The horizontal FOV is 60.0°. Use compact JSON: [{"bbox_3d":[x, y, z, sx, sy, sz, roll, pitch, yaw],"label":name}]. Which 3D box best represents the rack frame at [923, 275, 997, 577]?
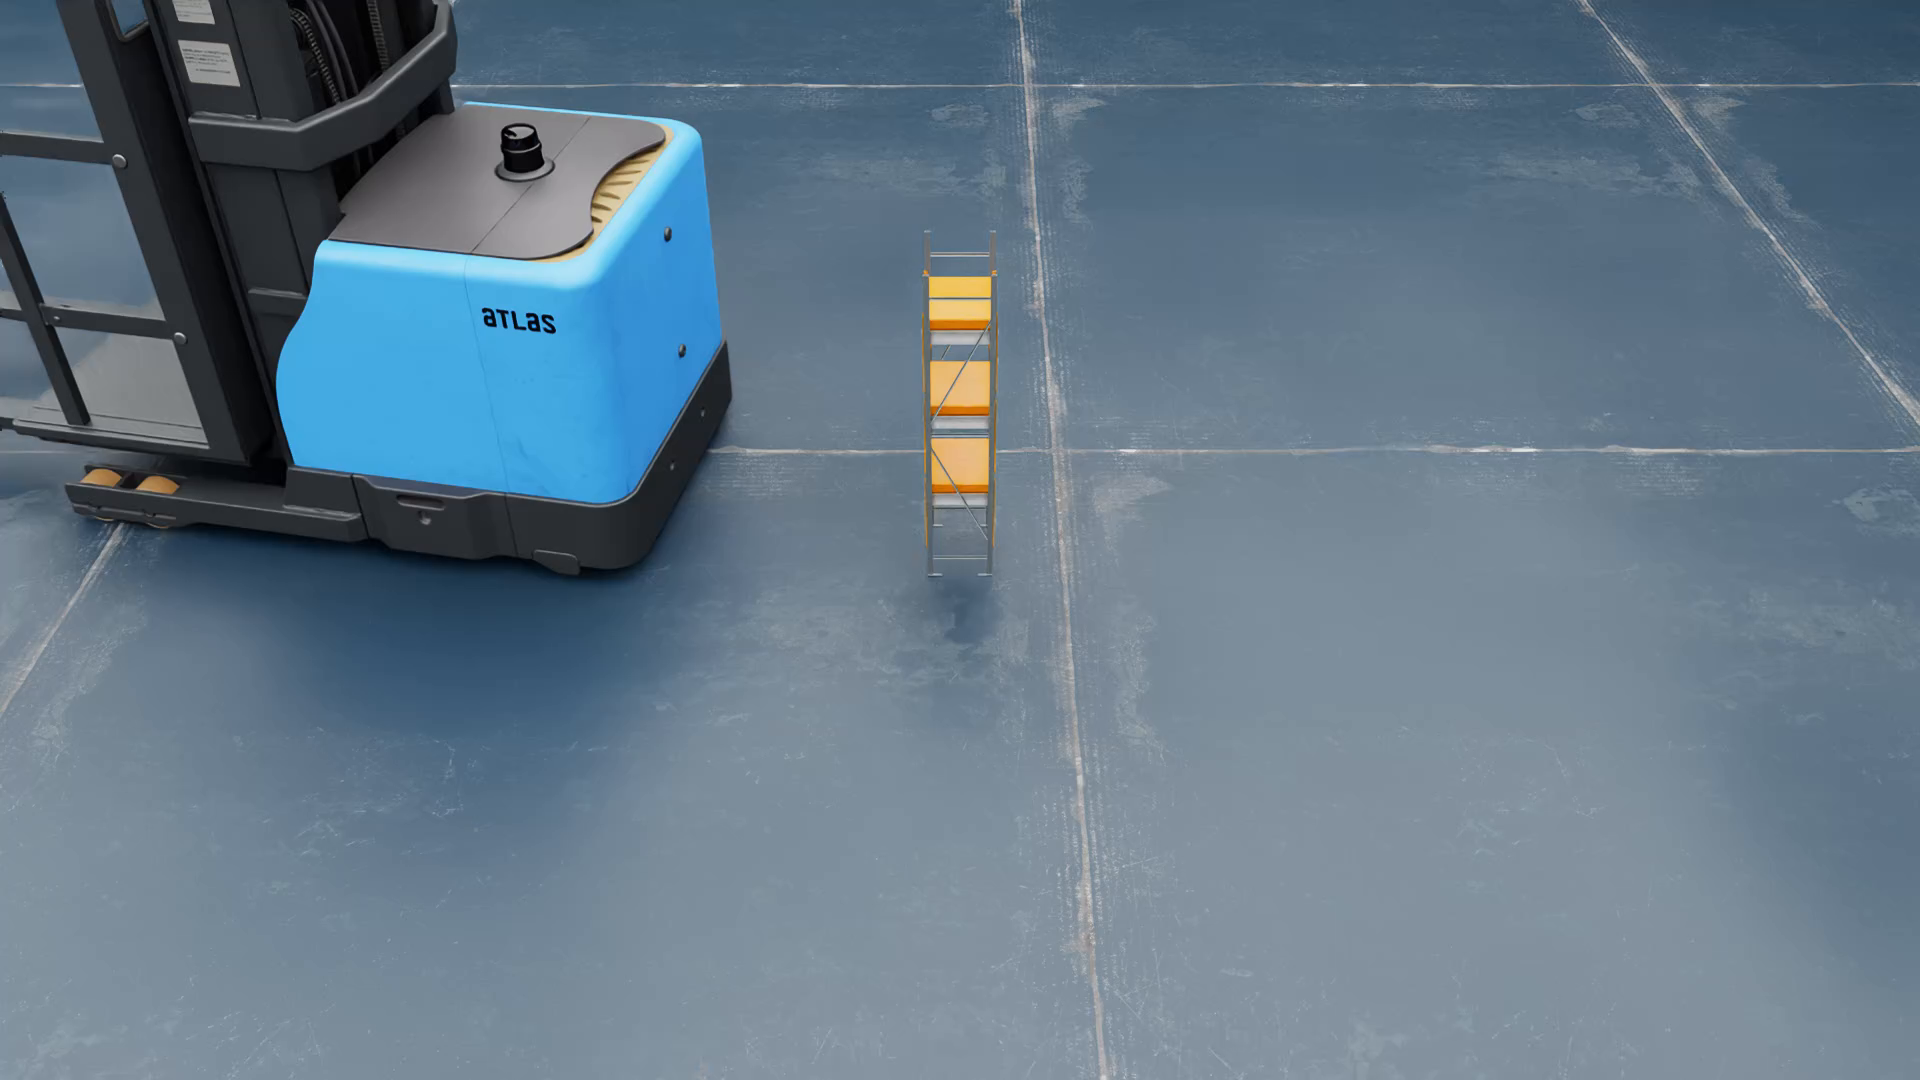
[{"bbox_3d":[0.000,-0.300,4.785,0.200,1.050,0.008,0,39,0],"label":"rack frame"}]

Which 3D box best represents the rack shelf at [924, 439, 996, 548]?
[{"bbox_3d":[0.000,-0.151,5.060,0.215,0.259,0.240,0,39,0],"label":"rack shelf"}]

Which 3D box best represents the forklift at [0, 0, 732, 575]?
[{"bbox_3d":[-2.356,-1.496,4.772,3.031,2.935,1.130,7,39,9],"label":"forklift"}]

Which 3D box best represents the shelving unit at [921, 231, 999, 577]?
[{"bbox_3d":[0.000,-0.376,4.880,0.215,1.050,0.252,0,39,0],"label":"shelving unit"}]

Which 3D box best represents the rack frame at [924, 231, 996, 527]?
[{"bbox_3d":[0.000,-0.453,4.975,0.200,1.050,0.008,0,39,0],"label":"rack frame"}]

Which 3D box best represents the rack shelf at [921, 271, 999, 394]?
[{"bbox_3d":[0.000,-0.589,4.709,0.215,0.259,0.240,0,39,0],"label":"rack shelf"}]

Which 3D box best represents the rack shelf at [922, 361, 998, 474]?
[{"bbox_3d":[0.000,-0.368,4.887,0.215,0.259,0.240,0,39,0],"label":"rack shelf"}]
